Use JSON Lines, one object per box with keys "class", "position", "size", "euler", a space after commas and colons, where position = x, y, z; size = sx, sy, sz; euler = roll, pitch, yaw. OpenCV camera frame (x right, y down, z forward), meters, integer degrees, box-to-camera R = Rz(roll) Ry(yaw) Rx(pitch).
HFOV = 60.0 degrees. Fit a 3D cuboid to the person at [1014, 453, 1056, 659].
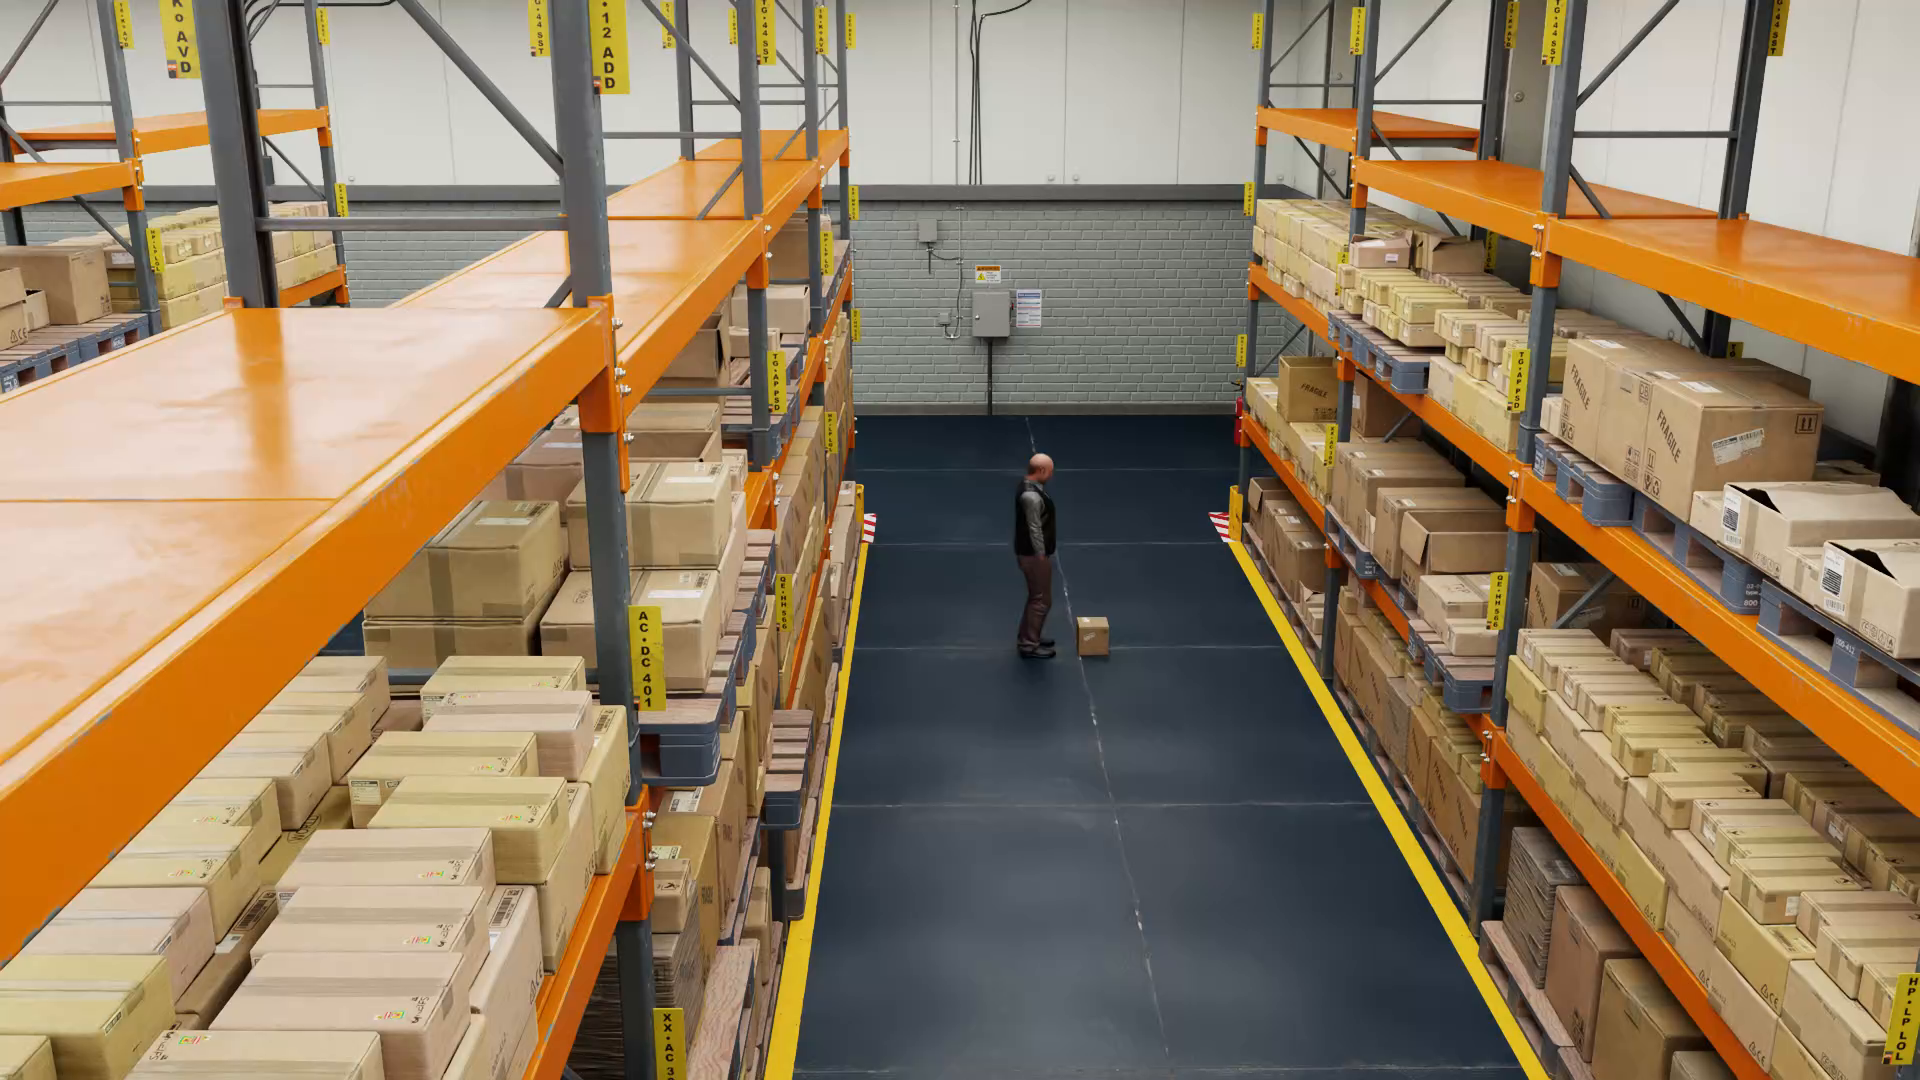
{"class": "person", "position": [0.628, 0.115, 13.830], "size": [0.361, 1.711, 0.538], "euler": [0, 17, 0]}
